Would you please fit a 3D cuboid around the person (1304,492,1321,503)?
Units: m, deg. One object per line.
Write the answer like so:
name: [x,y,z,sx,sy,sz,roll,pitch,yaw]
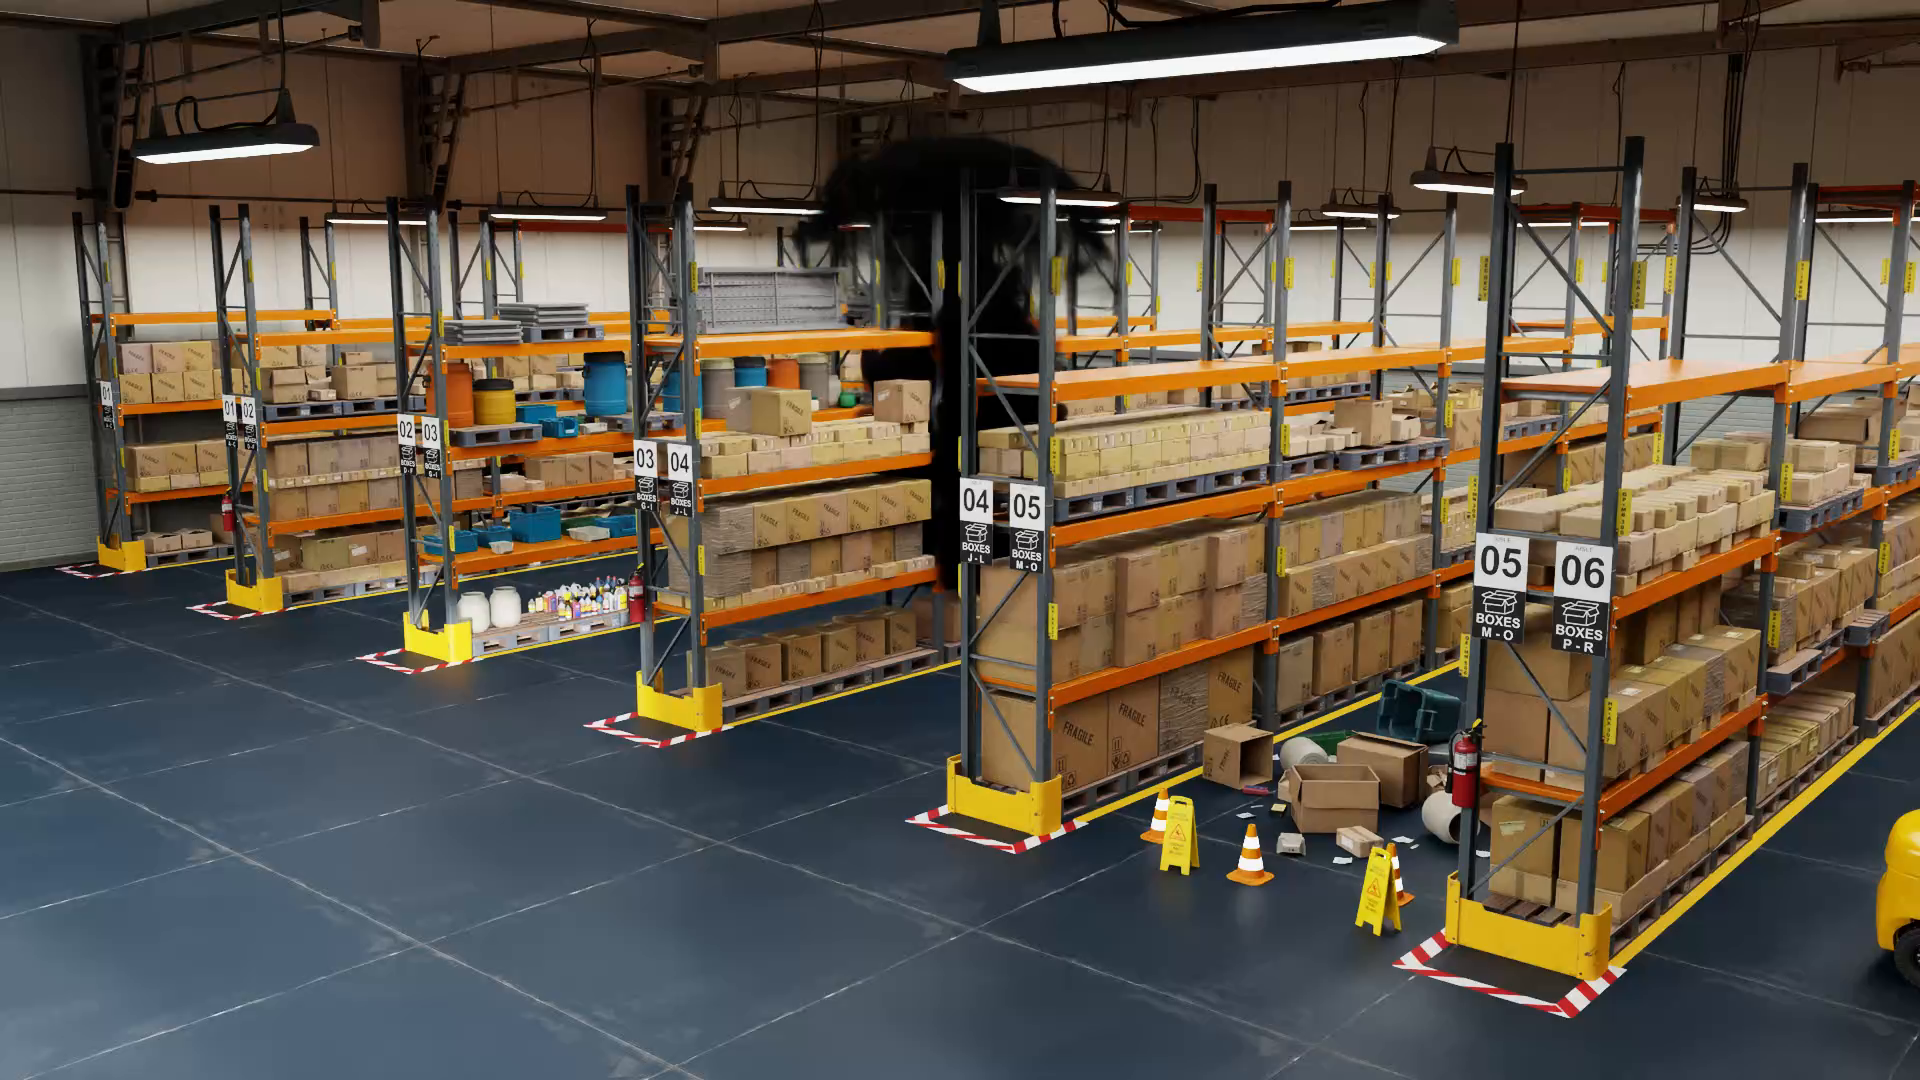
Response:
person: [5.243,0.025,24.729,0.520,1.656,0.689,7,12,37]
